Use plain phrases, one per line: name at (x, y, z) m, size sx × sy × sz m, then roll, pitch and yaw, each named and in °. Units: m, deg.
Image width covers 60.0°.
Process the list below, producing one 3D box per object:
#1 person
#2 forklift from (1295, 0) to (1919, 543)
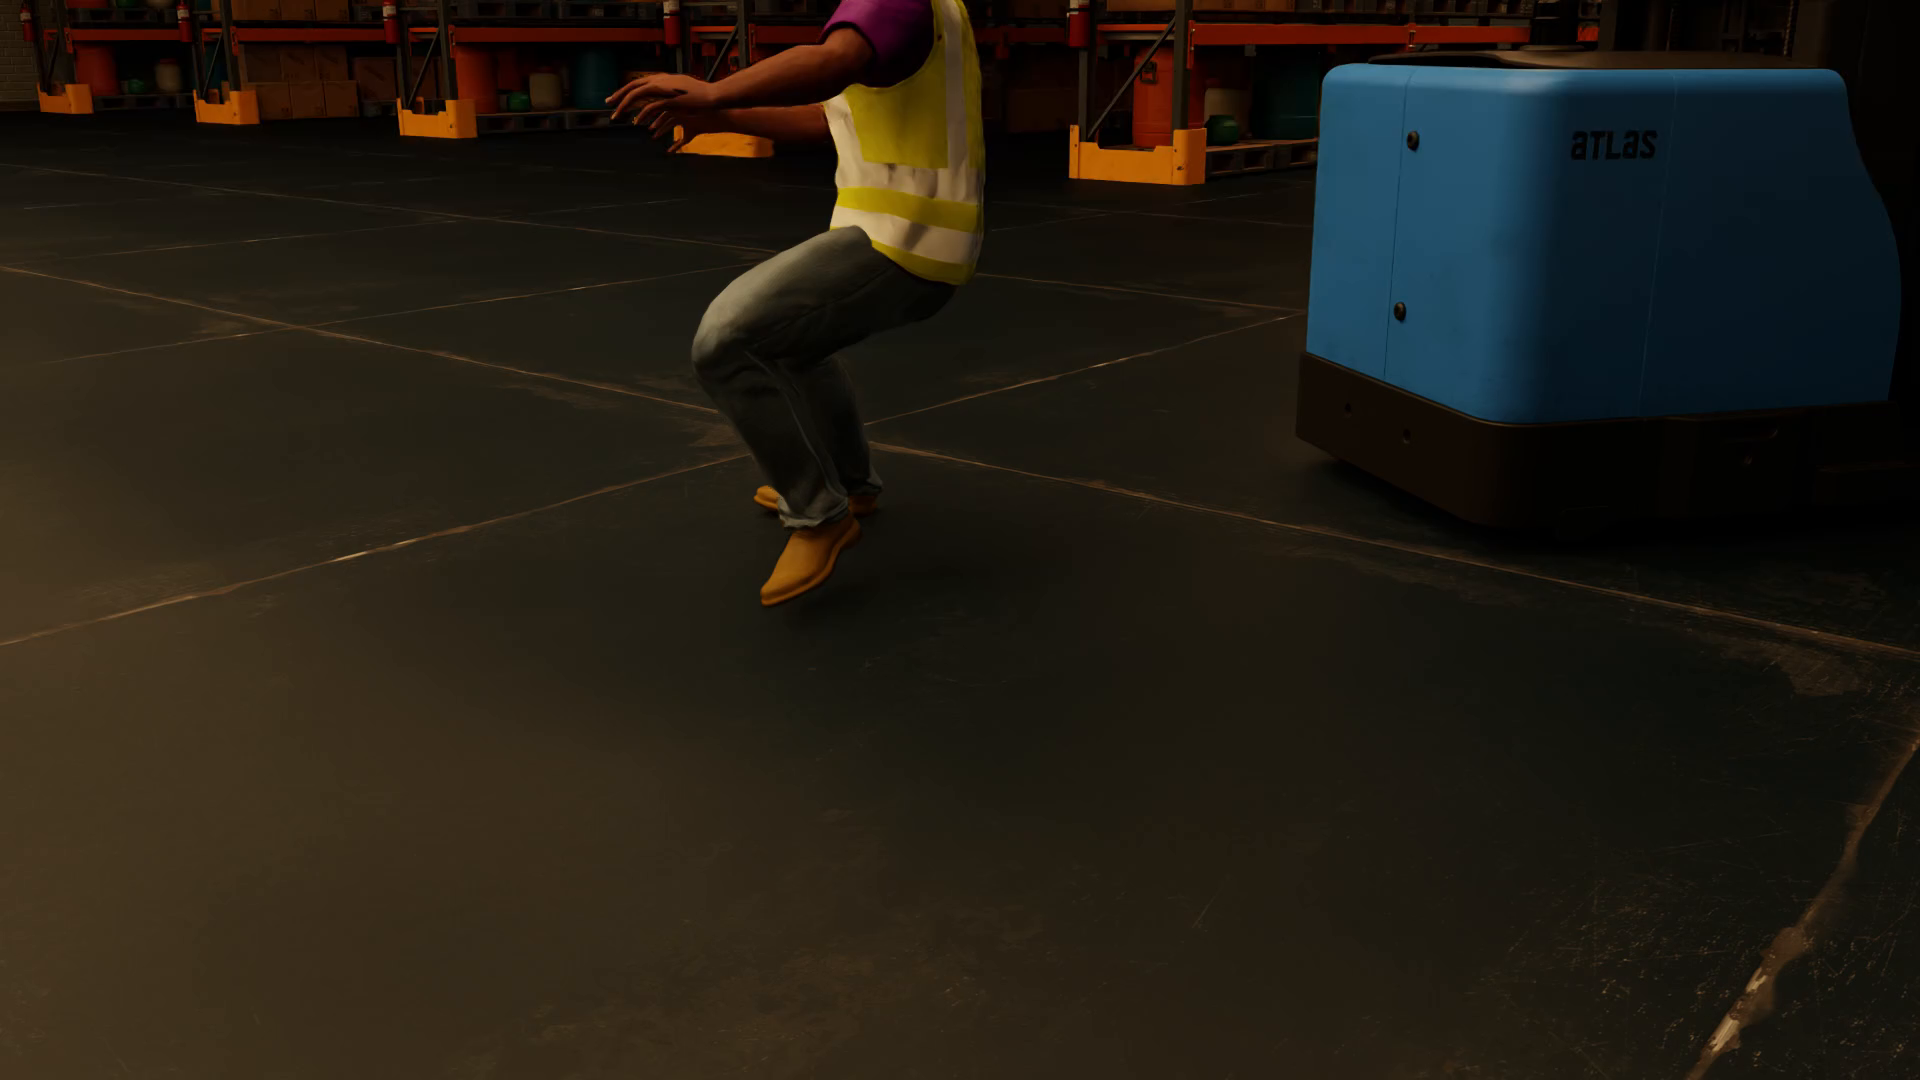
person at (-0.342, -0.674, 3.527) m, size 0.786 × 1.539 × 1.026 m, roll 2°, pitch 17°, yaw 6°
forklift at (2.514, -1.613, 4.210) m, size 3.031 × 2.935 × 1.130 m, roll -4°, pitch 17°, yaw -14°
